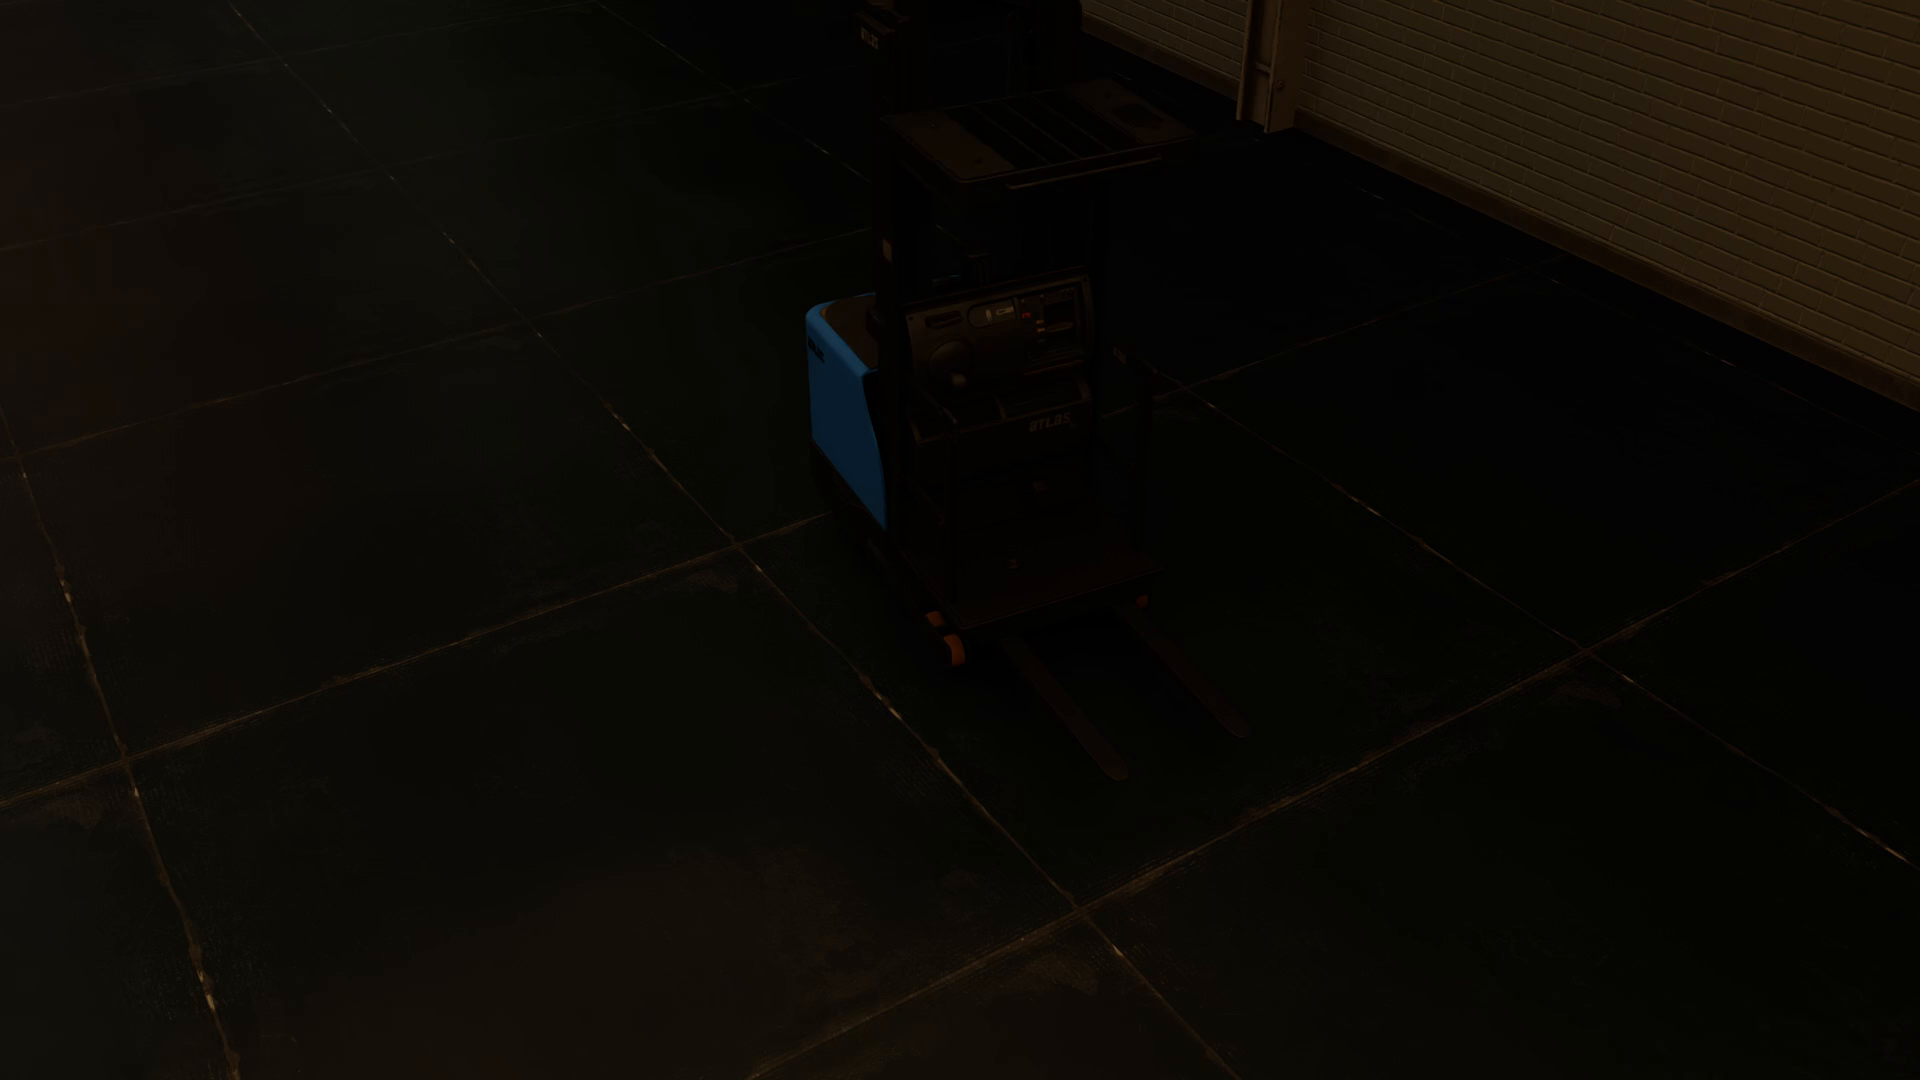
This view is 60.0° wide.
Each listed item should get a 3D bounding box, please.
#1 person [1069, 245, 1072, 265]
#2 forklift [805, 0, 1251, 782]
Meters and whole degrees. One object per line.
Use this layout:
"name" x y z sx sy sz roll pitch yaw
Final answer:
"person" 0.596 -2.639 10.901 0.384 1.783 0.563 0 35 0
"forklift" 0.286 -0.884 7.405 1.130 2.935 3.031 -16 38 -21
